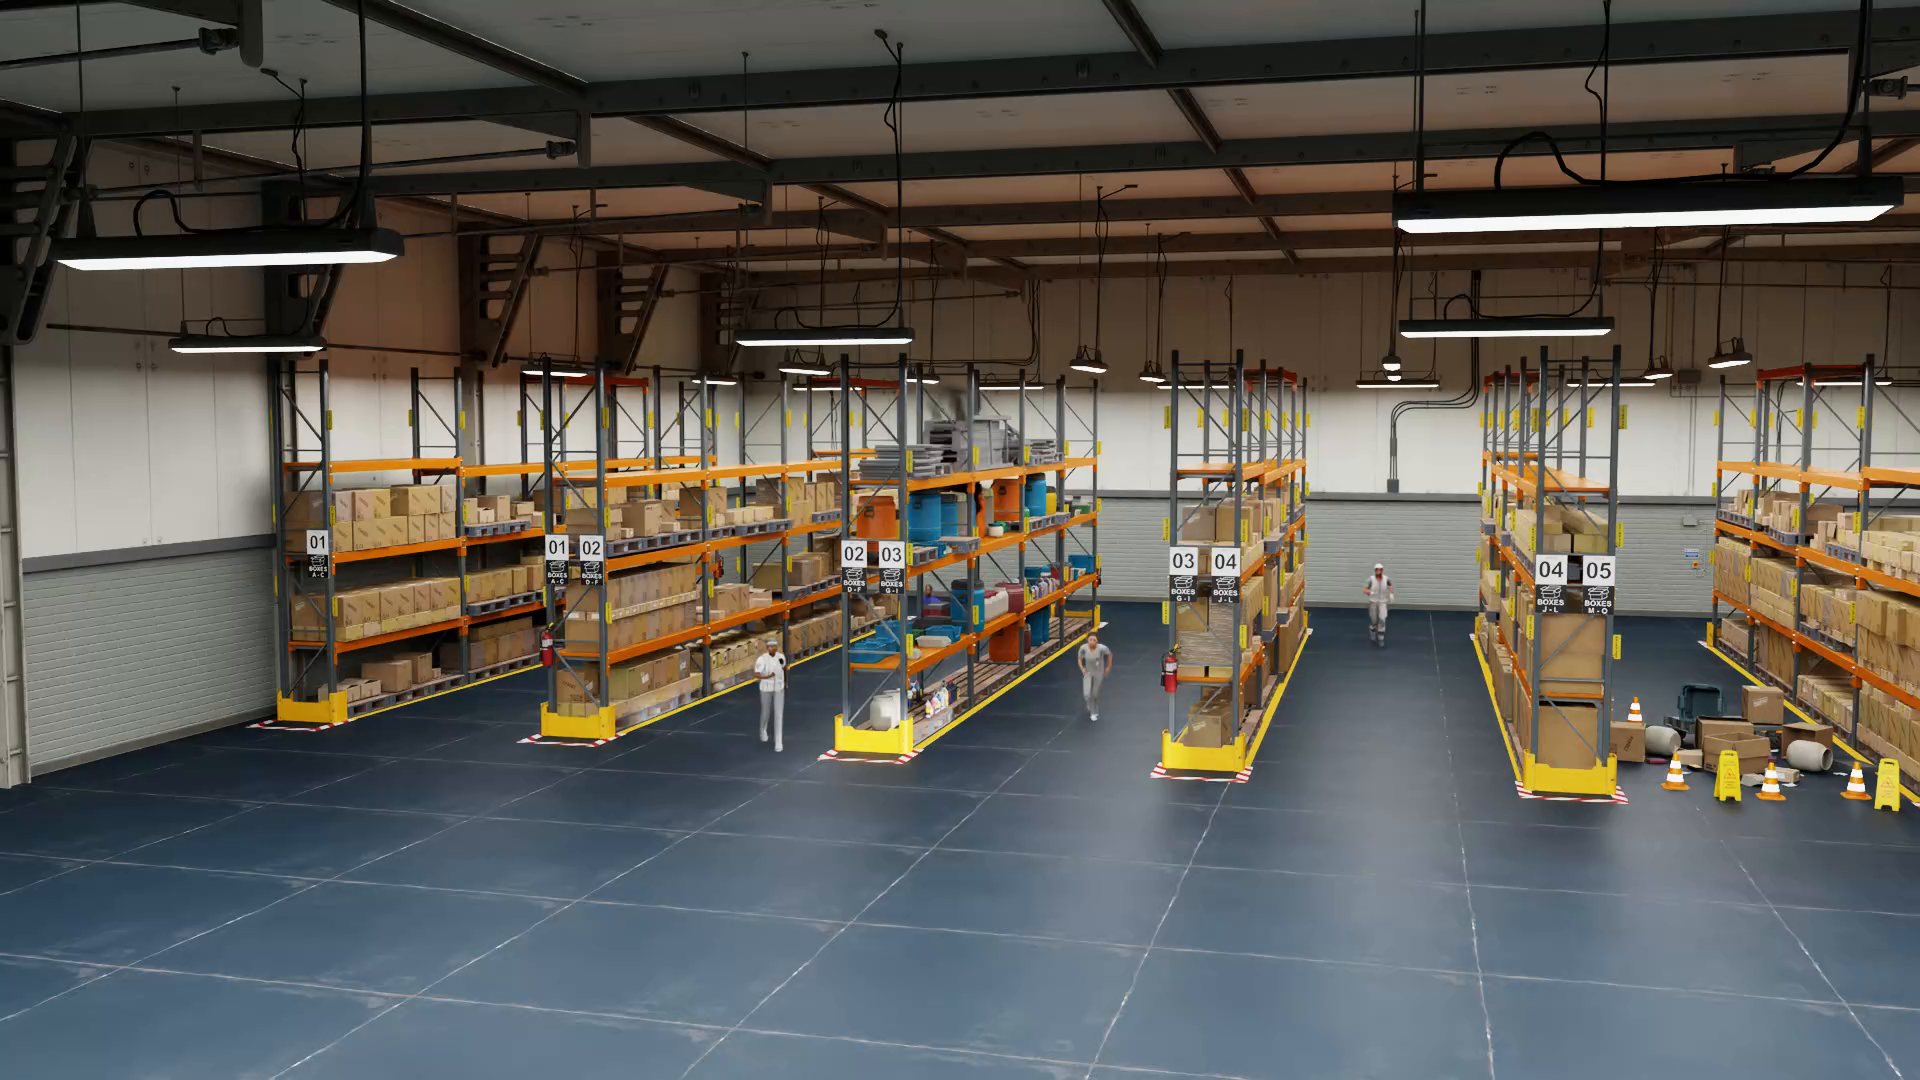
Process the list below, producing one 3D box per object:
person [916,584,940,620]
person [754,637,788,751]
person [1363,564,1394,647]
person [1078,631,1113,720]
[{"bbox_3d":[-0.680,1.721,34.355,0.555,1.610,0.660,1,4,14],"label":"person"},{"bbox_3d":[-2.880,2.311,25.394,0.566,1.690,0.929,-1,4,-18],"label":"person"},{"bbox_3d":[9.346,1.438,37.167,0.680,1.839,0.842,0,4,7],"label":"person"},{"bbox_3d":[2.267,2.256,27.858,0.580,1.524,0.819,1,4,9],"label":"person"}]
